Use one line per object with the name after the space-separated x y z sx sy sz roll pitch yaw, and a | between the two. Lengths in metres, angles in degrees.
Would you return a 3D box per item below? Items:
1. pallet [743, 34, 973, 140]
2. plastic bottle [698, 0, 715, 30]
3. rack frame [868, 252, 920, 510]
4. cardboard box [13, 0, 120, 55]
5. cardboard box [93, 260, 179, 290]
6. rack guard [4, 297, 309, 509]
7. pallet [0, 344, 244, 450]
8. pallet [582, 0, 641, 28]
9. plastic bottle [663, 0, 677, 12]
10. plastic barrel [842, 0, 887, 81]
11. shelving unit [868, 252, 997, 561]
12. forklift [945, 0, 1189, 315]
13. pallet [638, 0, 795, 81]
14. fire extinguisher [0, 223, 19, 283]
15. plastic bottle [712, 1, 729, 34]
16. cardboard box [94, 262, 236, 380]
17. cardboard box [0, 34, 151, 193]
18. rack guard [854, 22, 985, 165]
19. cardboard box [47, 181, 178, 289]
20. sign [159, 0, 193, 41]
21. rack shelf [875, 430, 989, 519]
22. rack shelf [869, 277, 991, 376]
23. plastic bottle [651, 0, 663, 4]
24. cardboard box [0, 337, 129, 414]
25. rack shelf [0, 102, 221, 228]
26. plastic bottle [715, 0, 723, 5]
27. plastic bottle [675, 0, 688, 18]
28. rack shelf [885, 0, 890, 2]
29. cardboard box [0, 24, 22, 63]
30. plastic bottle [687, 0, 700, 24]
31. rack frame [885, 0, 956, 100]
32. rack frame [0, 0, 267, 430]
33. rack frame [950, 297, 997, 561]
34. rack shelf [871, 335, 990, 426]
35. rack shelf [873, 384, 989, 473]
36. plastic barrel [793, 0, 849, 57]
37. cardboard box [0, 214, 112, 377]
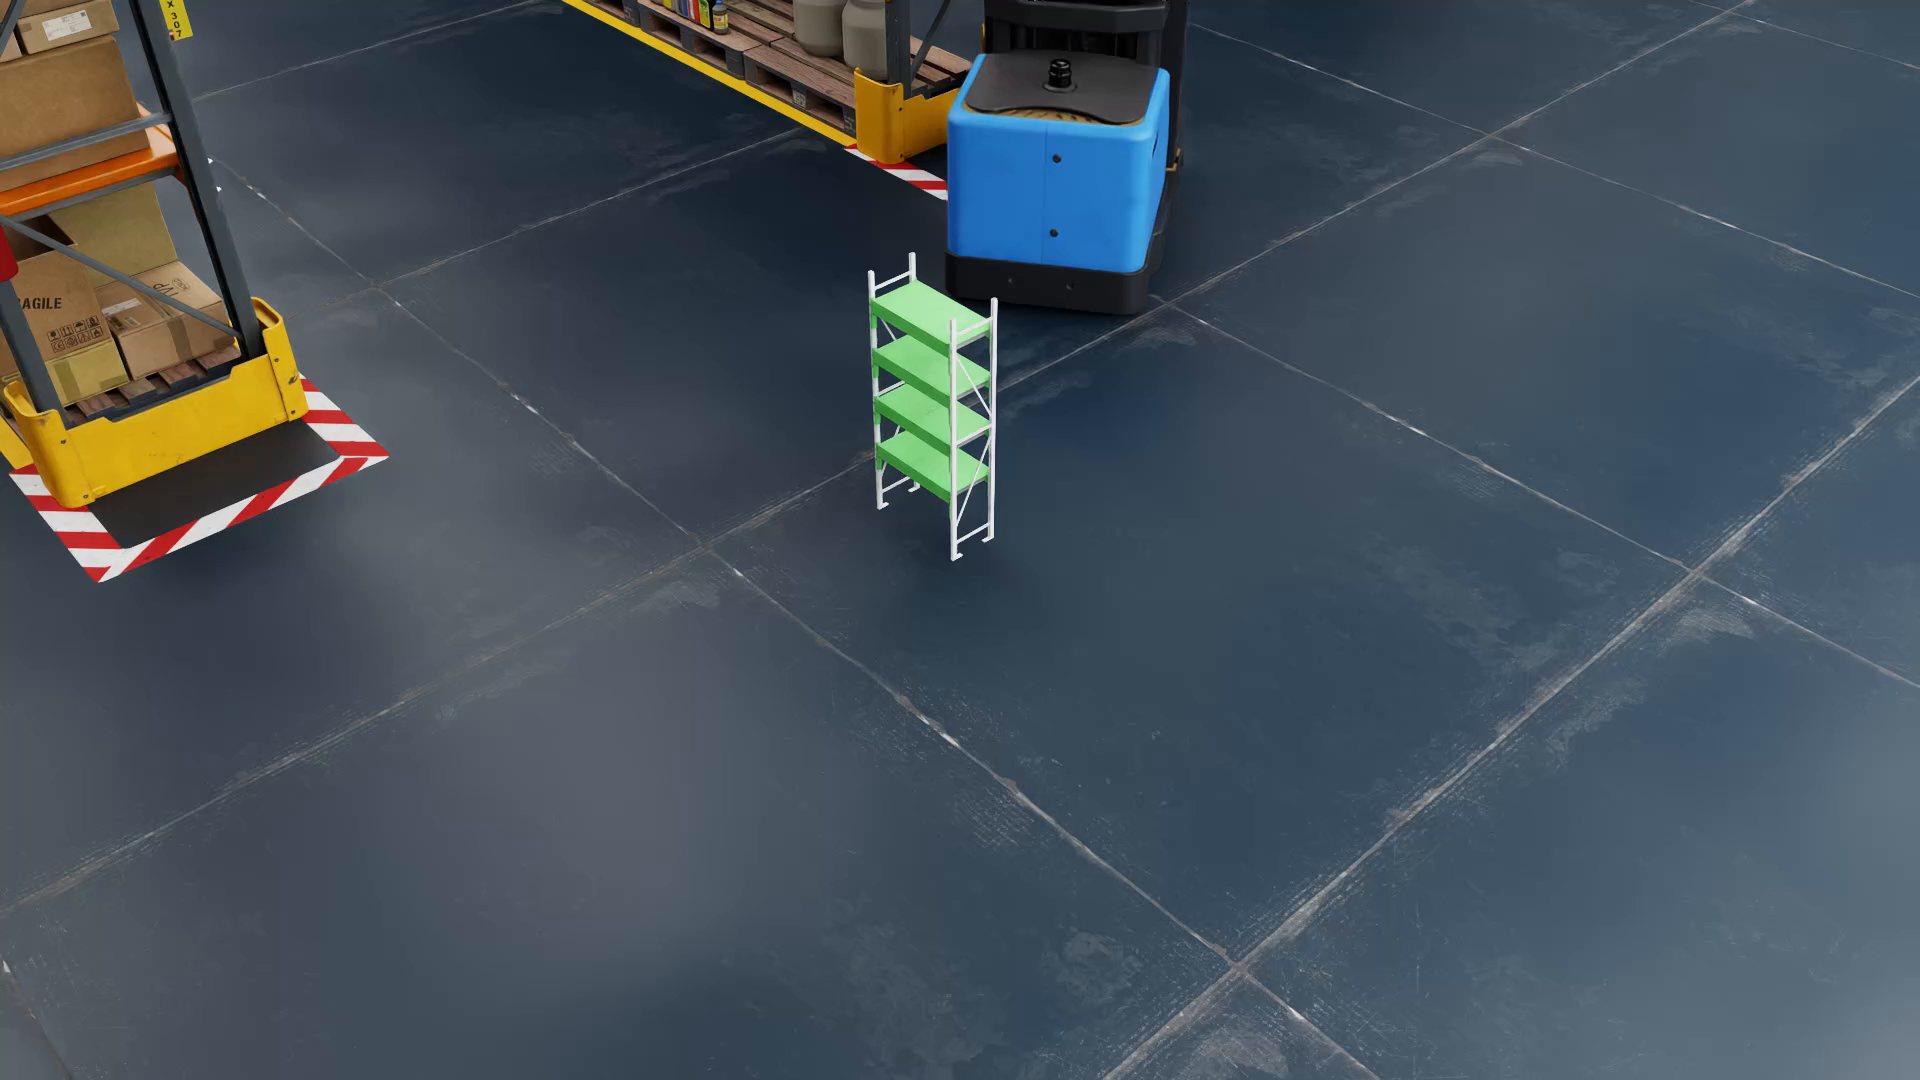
-0.659 -3.041 10.847 1.003 0.211 1.213 -30 48 -32 | pallet
-1.685 -3.557 11.078 0.061 0.283 0.133 -29 47 -31 | plastic bottle
-0.277 -0.656 7.108 0.240 1.200 0.015 -30 48 -32 | rack frame
-3.786 -2.193 6.983 0.380 0.149 0.250 -30 48 -32 | cardboard box
-4.219 -1.295 8.321 0.500 0.250 0.500 -30 48 -32 | cardboard box
-3.663 -0.645 7.651 1.175 0.500 0.348 -30 48 -32 | rack guard
-4.227 -0.880 8.172 1.003 0.211 1.213 -30 48 -32 | pallet
-2.310 -4.170 12.245 1.003 0.211 1.213 -30 48 -32 | pallet
-1.952 -3.804 11.331 0.144 0.351 0.185 -28 47 -30 | plastic bottle
-0.529 -3.200 10.470 0.421 0.512 0.421 0 39 0 | plastic barrel
-0.112 -0.543 6.968 0.258 1.200 0.503 -30 48 -32 | shelving unit
0.726 -3.231 8.917 1.130 2.935 3.031 8 40 9 | forklift
-1.480 -3.605 11.546 1.003 0.211 1.213 -30 48 -32 | pallet
-3.941 -1.347 6.592 0.296 0.674 0.183 -30 48 -32 | fire extinguisher
-1.593 -3.478 11.047 0.097 0.201 0.097 0 39 0 | plastic bottle
-3.878 -1.065 8.036 0.500 0.250 0.500 -30 48 -32 | cardboard box
-3.985 -1.889 7.122 0.700 0.500 0.500 -30 48 -32 | cardboard box
-0.114 -2.775 10.288 1.175 0.500 0.348 -30 48 -32 | rack guard
-4.217 -1.588 8.086 0.500 0.500 0.500 -30 48 -32 | cardboard box
-3.266 -2.230 6.871 0.100 0.325 0.005 -30 48 -32 | sign
-0.112 -0.307 7.159 0.258 0.148 0.480 -30 48 -32 | rack shelf
-0.112 -0.867 6.706 0.258 0.148 0.480 -30 48 -32 | rack shelf
-2.078 -3.890 11.437 0.144 0.351 0.185 -30 48 -32 | plastic bottle
-4.259 -0.845 7.763 0.500 0.250 0.500 -30 48 -32 | cardboard box
-5.031 -2.275 8.252 1.077 0.370 4.000 -30 48 -32 | rack shelf
-1.665 -3.684 11.236 0.061 0.283 0.133 -30 48 -32 | plastic bottle
-1.837 -3.700 11.261 0.152 0.276 0.135 -31 48 -33 | plastic bottle
-1.380 -4.378 10.856 1.077 0.370 4.000 -30 48 -32 | rack shelf
-4.078 -2.016 6.763 0.380 0.149 0.250 -31 48 -32 | cardboard box
-1.743 -3.636 11.182 0.152 0.276 0.135 -30 47 -31 | plastic bottle
-0.028 -3.732 9.484 1.000 3.000 0.127 -30 48 -32 | rack frame
-3.679 -1.629 6.880 1.000 3.000 0.127 -30 48 -32 | rack frame
0.053 -0.430 6.828 0.240 1.200 0.015 -30 48 -32 | rack frame
-0.112 -0.680 6.857 0.258 0.148 0.480 -30 48 -32 | rack shelf
-0.112 -0.494 7.008 0.258 0.148 0.480 -30 48 -32 | rack shelf
-0.868 -3.432 10.758 0.421 0.512 0.421 0 39 0 | plastic barrel
-4.261 -1.136 7.527 0.500 0.500 0.500 -30 48 -32 | cardboard box
